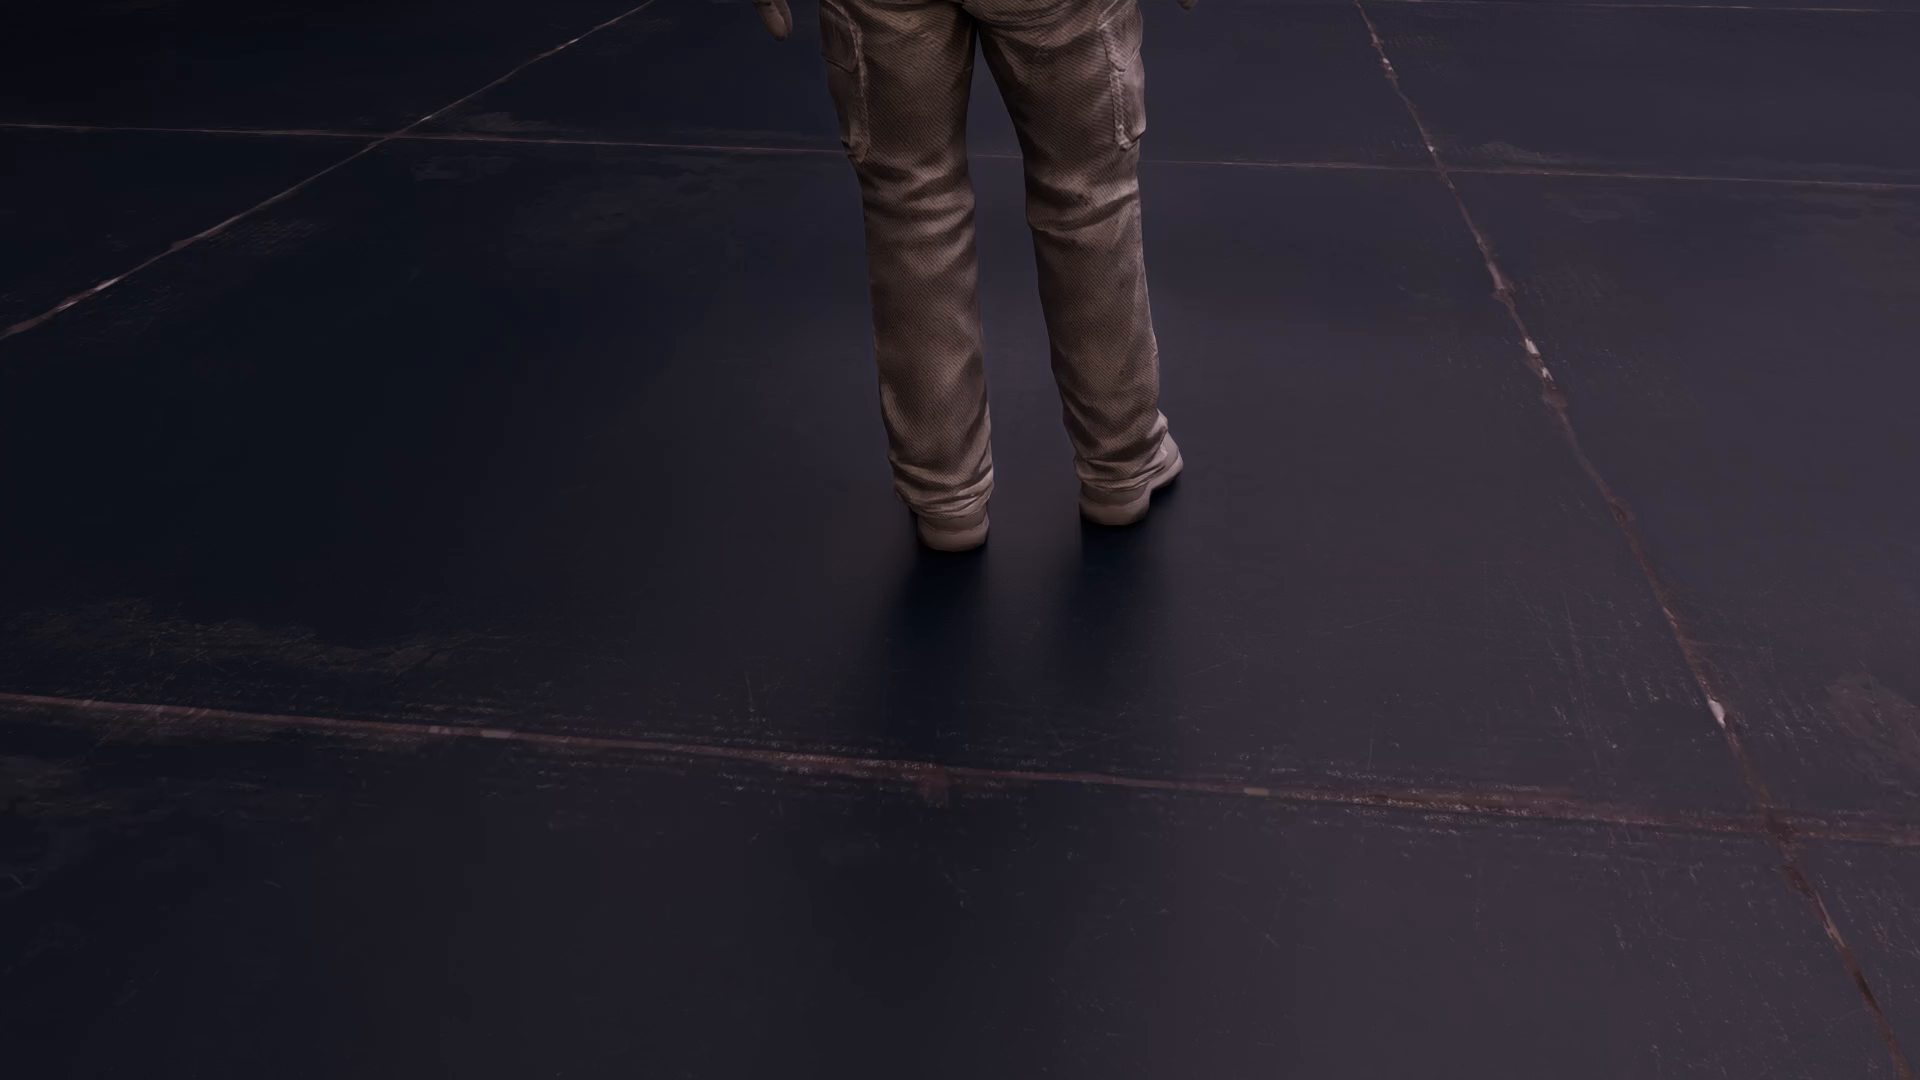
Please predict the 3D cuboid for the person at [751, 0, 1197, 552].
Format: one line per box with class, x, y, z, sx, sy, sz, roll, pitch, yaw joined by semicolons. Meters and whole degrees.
person;0.019;-0.836;2.161;0.656;1.782;0.577;3;27;7
